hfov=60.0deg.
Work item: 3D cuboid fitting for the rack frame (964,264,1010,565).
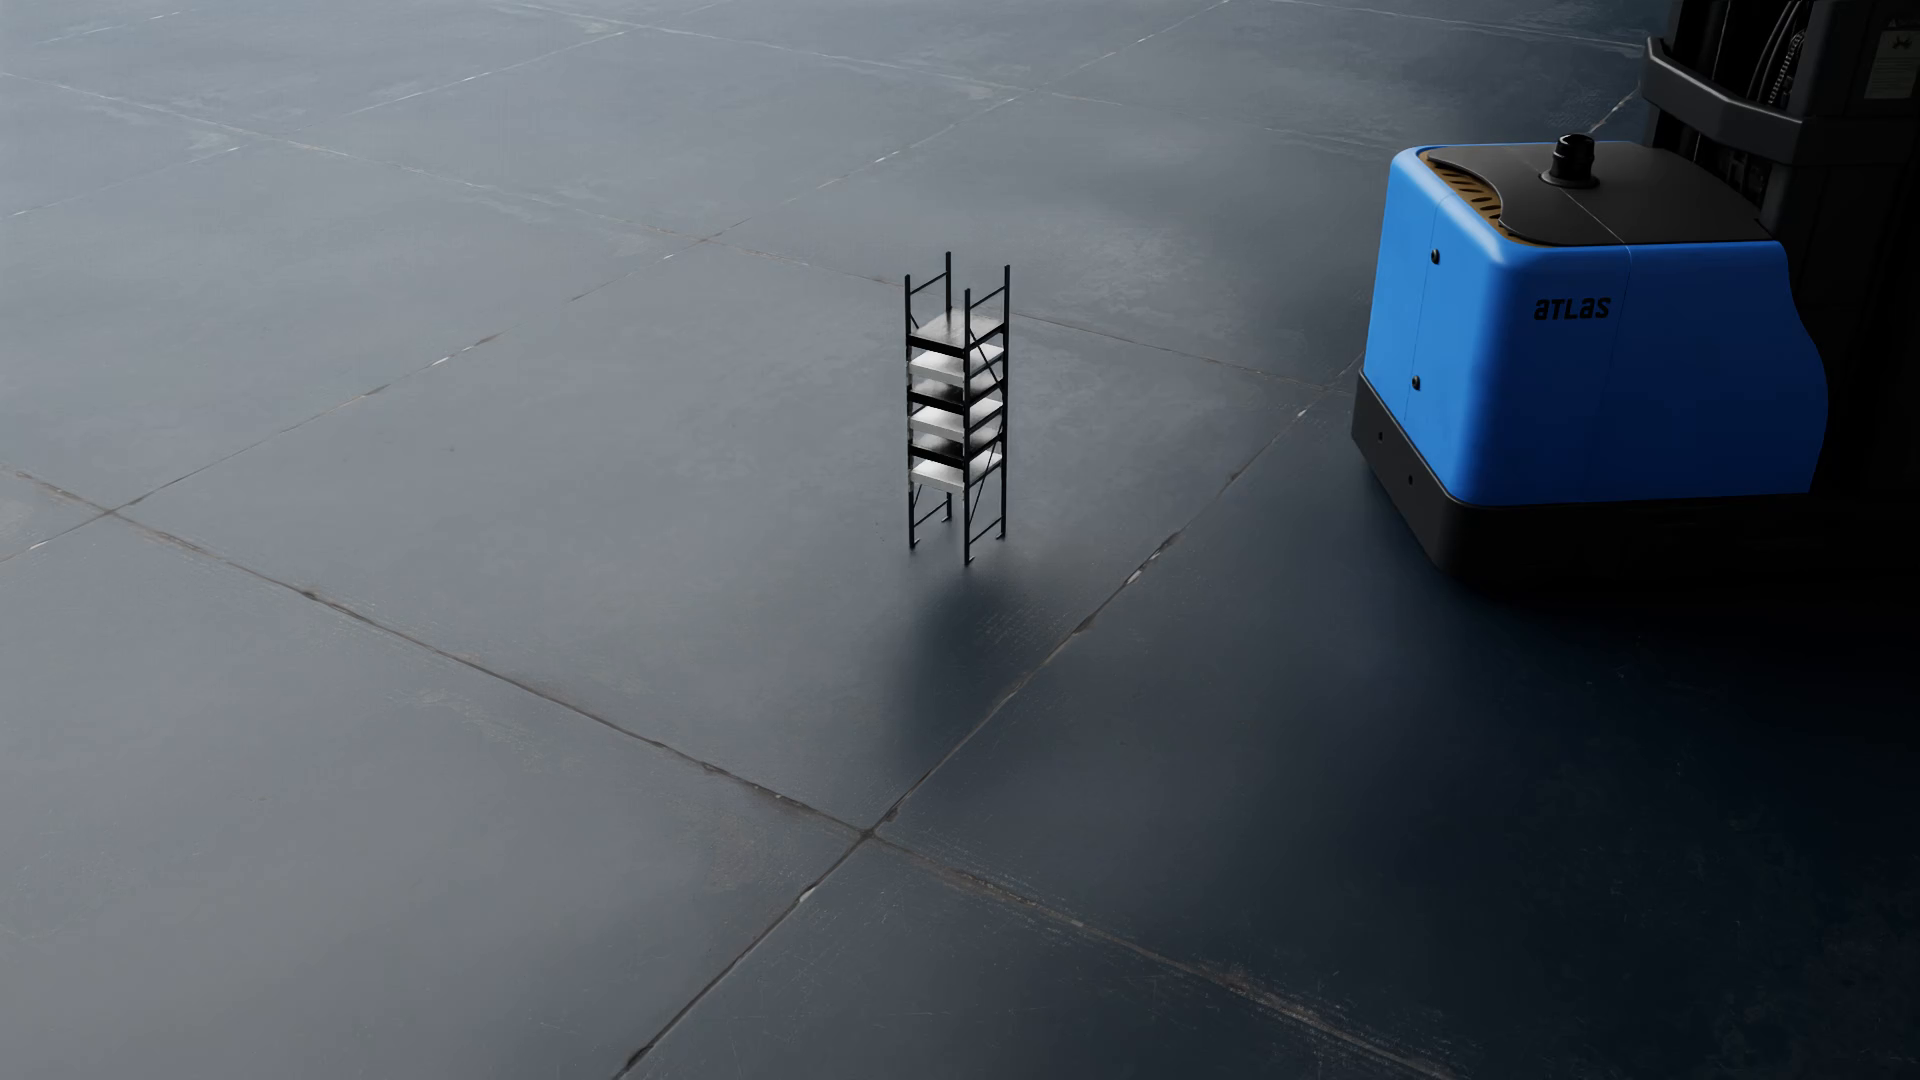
[{"bbox_3d":[0.079,-0.364,4.980,0.006,0.900,0.240,18,35,27],"label":"rack frame"}]

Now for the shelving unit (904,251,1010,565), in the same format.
[{"bbox_3d":[-0.007,-0.391,5.027,0.210,0.900,0.258,18,35,27],"label":"shelving unit"}]

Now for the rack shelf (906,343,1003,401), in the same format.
[{"bbox_3d":[-0.007,-0.518,4.953,0.200,0.077,0.258,18,35,27],"label":"rack shelf"}]

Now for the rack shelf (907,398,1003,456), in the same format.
[{"bbox_3d":[-0.007,-0.362,5.044,0.200,0.077,0.258,18,35,27],"label":"rack shelf"}]

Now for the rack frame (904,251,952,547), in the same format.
[{"bbox_3d":[-0.093,-0.418,5.074,0.006,0.900,0.240,18,35,27],"label":"rack frame"}]

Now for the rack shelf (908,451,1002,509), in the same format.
[{"bbox_3d":[-0.007,-0.207,5.134,0.200,0.077,0.258,18,35,27],"label":"rack shelf"}]

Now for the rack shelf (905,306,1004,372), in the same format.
[{"bbox_3d":[-0.007,-0.595,4.908,0.200,0.077,0.258,18,35,27],"label":"rack shelf"}]

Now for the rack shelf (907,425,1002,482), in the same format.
[{"bbox_3d":[-0.007,-0.284,5.089,0.200,0.077,0.258,18,35,27],"label":"rack shelf"}]

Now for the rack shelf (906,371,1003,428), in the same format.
[{"bbox_3d":[-0.007,-0.440,4.998,0.200,0.077,0.258,18,35,27],"label":"rack shelf"}]

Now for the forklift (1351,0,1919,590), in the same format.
[{"bbox_3d":[2.891,-1.412,4.761,3.031,2.935,1.130,-3,30,-4],"label":"forklift"}]
